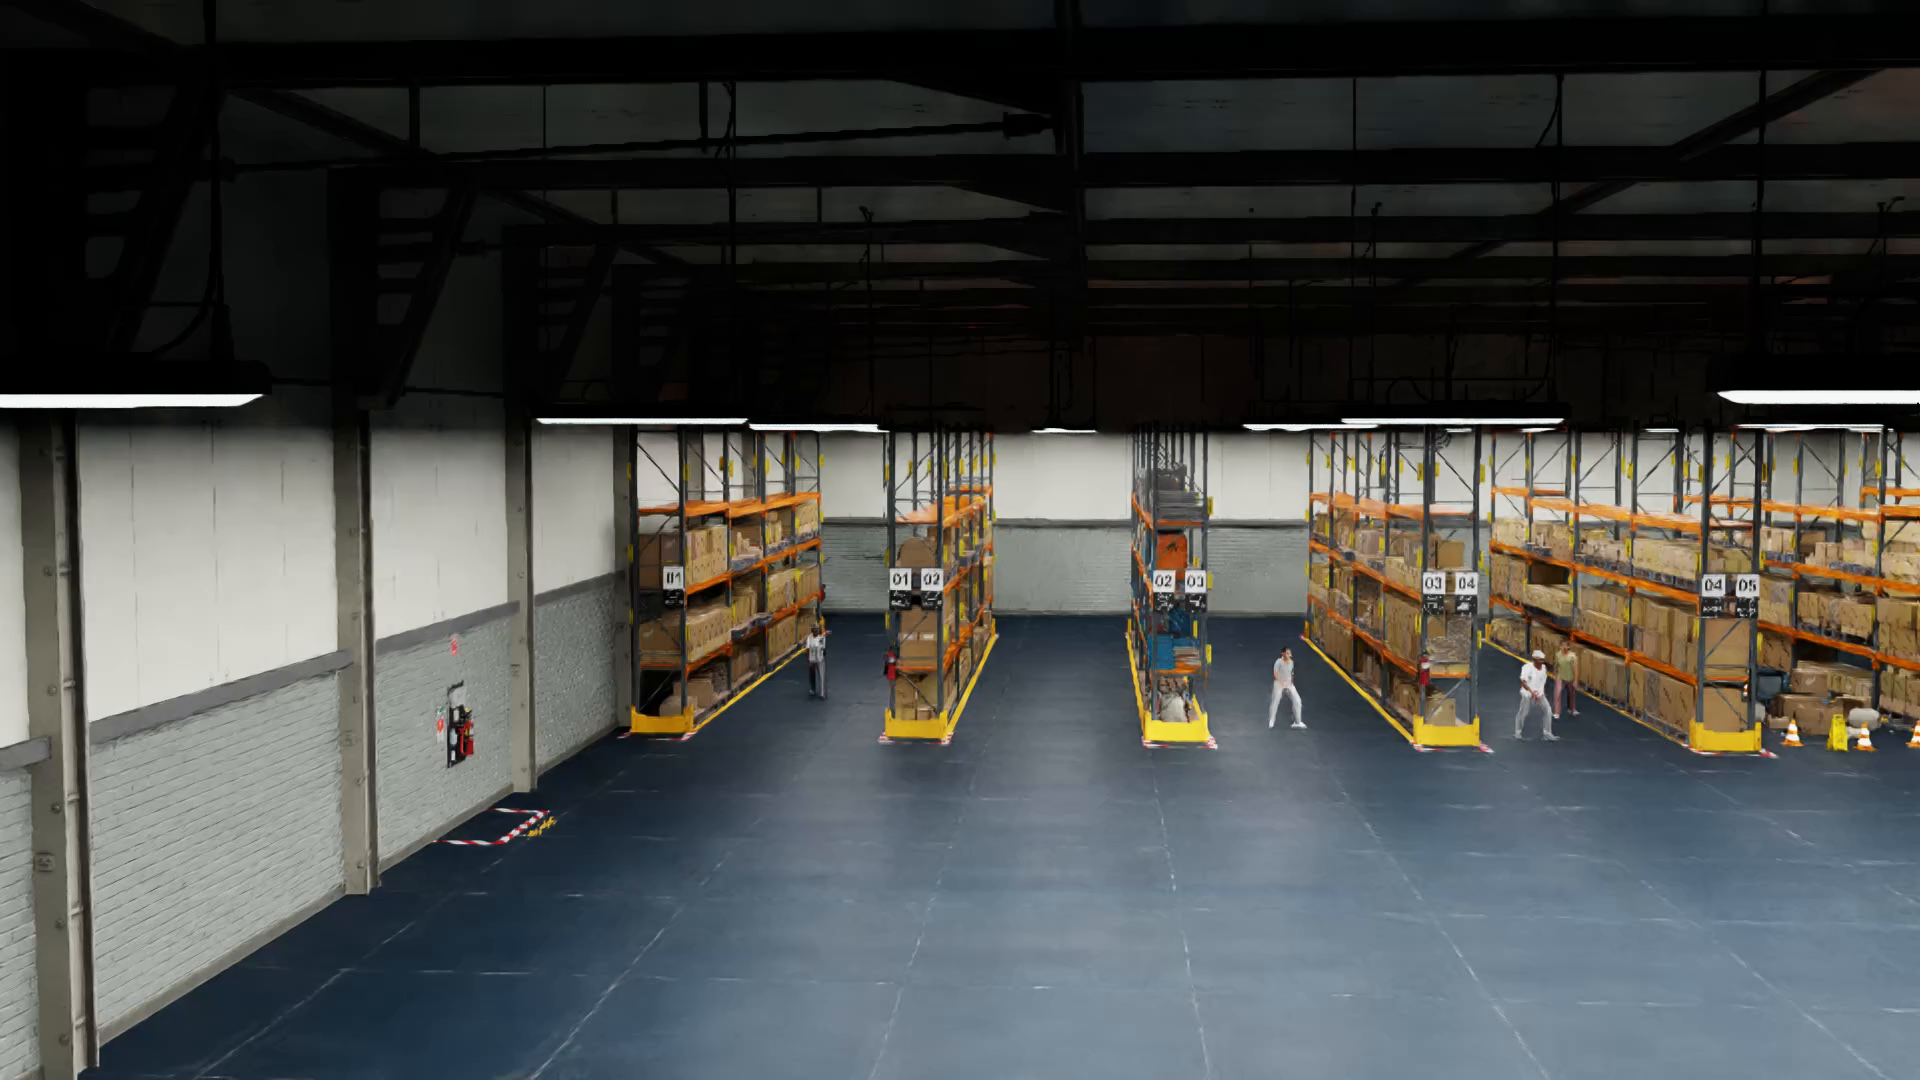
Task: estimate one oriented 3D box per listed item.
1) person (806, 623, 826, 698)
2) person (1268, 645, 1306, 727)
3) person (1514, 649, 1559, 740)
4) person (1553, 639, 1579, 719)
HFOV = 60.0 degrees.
[{"bbox_3d":[-3.138,2.600,36.270,0.448,1.622,0.996,0,4,-4],"label":"person"},{"bbox_3d":[6.342,2.853,32.501,0.586,1.617,0.756,-1,4,-17],"label":"person"},{"bbox_3d":[10.755,2.888,31.159,0.702,1.706,0.765,-1,4,-18],"label":"person"},{"bbox_3d":[12.246,2.789,33.605,0.491,1.609,0.953,2,4,25],"label":"person"}]
